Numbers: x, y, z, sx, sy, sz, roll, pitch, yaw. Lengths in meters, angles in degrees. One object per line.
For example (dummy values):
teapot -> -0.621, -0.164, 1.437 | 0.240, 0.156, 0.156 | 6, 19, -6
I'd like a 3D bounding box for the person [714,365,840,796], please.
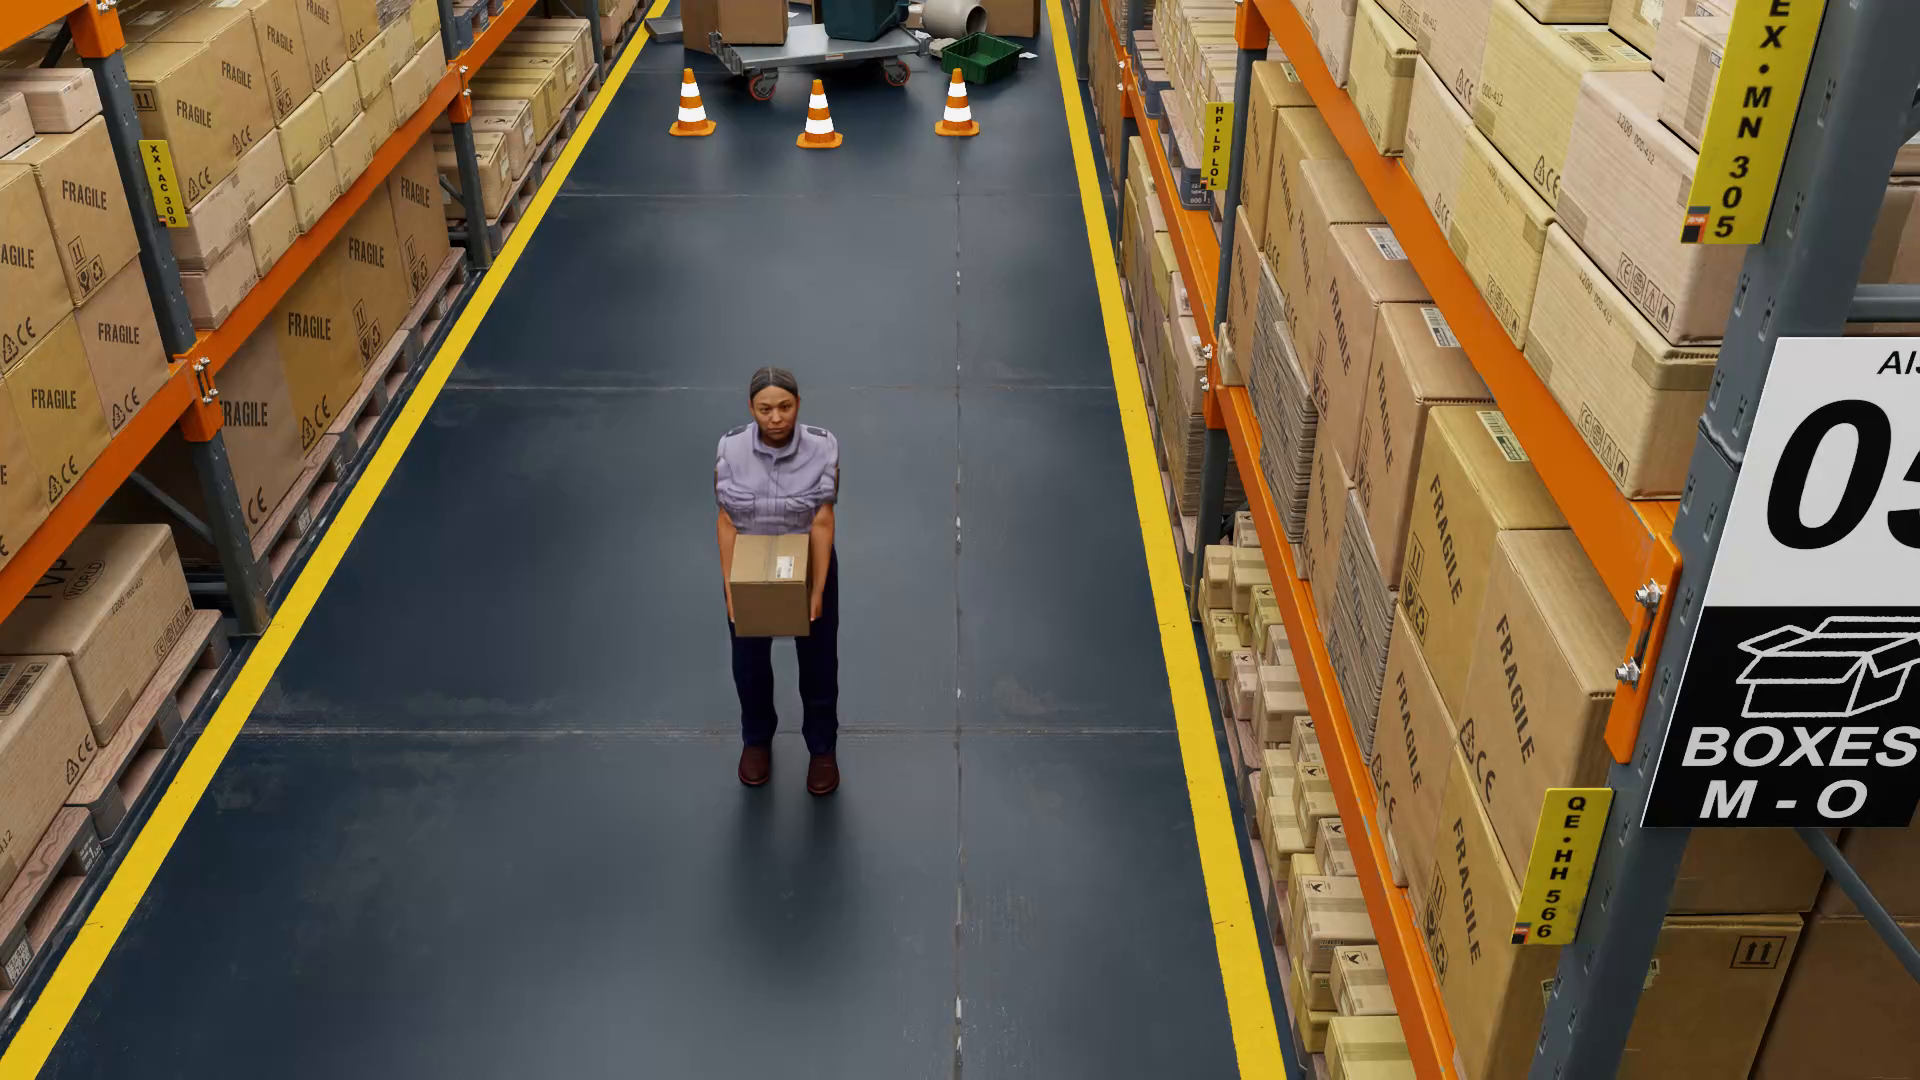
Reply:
person -> -0.628, 0.179, 5.868 | 0.435, 1.647, 0.528 | 0, 32, -1
